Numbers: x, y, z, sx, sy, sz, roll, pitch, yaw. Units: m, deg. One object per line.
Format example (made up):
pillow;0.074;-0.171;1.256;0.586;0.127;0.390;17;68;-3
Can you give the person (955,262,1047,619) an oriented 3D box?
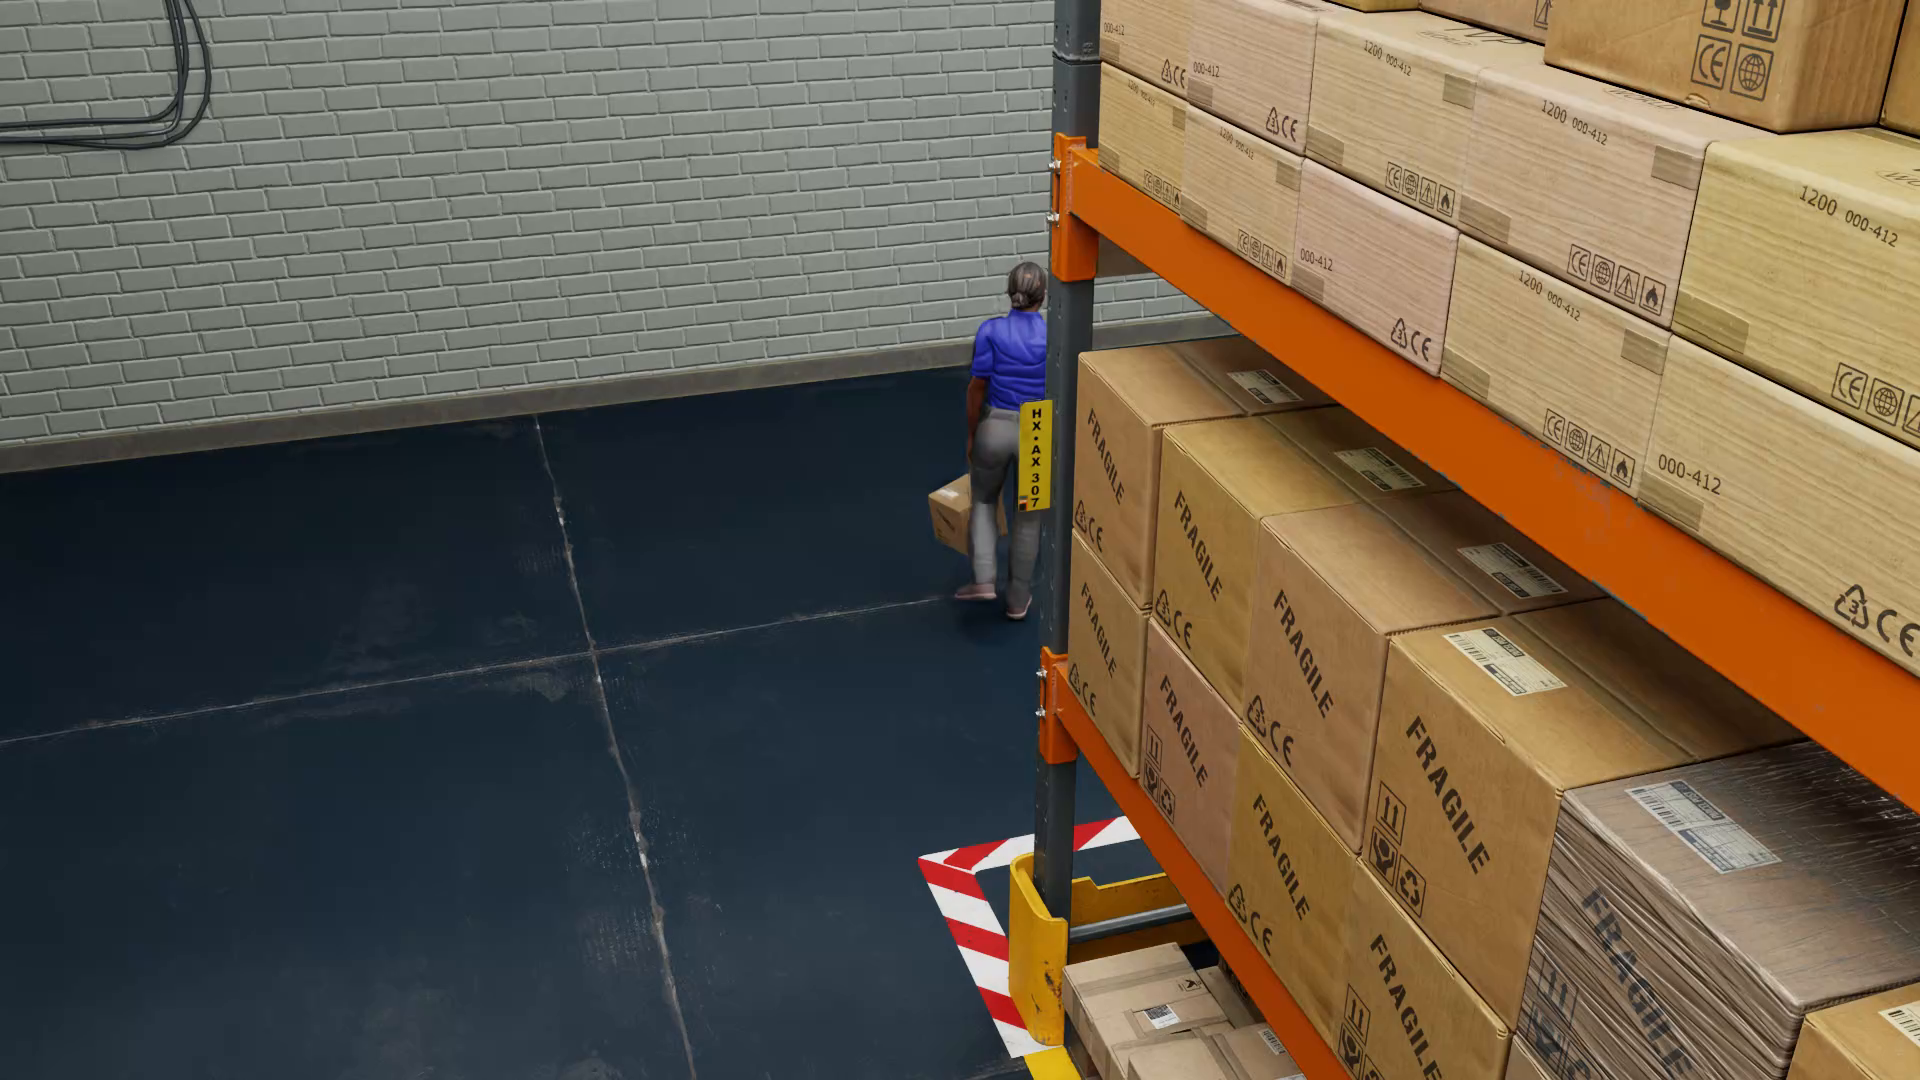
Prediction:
person;0.237;-0.402;7.424;0.511;1.658;0.490;3;27;6
